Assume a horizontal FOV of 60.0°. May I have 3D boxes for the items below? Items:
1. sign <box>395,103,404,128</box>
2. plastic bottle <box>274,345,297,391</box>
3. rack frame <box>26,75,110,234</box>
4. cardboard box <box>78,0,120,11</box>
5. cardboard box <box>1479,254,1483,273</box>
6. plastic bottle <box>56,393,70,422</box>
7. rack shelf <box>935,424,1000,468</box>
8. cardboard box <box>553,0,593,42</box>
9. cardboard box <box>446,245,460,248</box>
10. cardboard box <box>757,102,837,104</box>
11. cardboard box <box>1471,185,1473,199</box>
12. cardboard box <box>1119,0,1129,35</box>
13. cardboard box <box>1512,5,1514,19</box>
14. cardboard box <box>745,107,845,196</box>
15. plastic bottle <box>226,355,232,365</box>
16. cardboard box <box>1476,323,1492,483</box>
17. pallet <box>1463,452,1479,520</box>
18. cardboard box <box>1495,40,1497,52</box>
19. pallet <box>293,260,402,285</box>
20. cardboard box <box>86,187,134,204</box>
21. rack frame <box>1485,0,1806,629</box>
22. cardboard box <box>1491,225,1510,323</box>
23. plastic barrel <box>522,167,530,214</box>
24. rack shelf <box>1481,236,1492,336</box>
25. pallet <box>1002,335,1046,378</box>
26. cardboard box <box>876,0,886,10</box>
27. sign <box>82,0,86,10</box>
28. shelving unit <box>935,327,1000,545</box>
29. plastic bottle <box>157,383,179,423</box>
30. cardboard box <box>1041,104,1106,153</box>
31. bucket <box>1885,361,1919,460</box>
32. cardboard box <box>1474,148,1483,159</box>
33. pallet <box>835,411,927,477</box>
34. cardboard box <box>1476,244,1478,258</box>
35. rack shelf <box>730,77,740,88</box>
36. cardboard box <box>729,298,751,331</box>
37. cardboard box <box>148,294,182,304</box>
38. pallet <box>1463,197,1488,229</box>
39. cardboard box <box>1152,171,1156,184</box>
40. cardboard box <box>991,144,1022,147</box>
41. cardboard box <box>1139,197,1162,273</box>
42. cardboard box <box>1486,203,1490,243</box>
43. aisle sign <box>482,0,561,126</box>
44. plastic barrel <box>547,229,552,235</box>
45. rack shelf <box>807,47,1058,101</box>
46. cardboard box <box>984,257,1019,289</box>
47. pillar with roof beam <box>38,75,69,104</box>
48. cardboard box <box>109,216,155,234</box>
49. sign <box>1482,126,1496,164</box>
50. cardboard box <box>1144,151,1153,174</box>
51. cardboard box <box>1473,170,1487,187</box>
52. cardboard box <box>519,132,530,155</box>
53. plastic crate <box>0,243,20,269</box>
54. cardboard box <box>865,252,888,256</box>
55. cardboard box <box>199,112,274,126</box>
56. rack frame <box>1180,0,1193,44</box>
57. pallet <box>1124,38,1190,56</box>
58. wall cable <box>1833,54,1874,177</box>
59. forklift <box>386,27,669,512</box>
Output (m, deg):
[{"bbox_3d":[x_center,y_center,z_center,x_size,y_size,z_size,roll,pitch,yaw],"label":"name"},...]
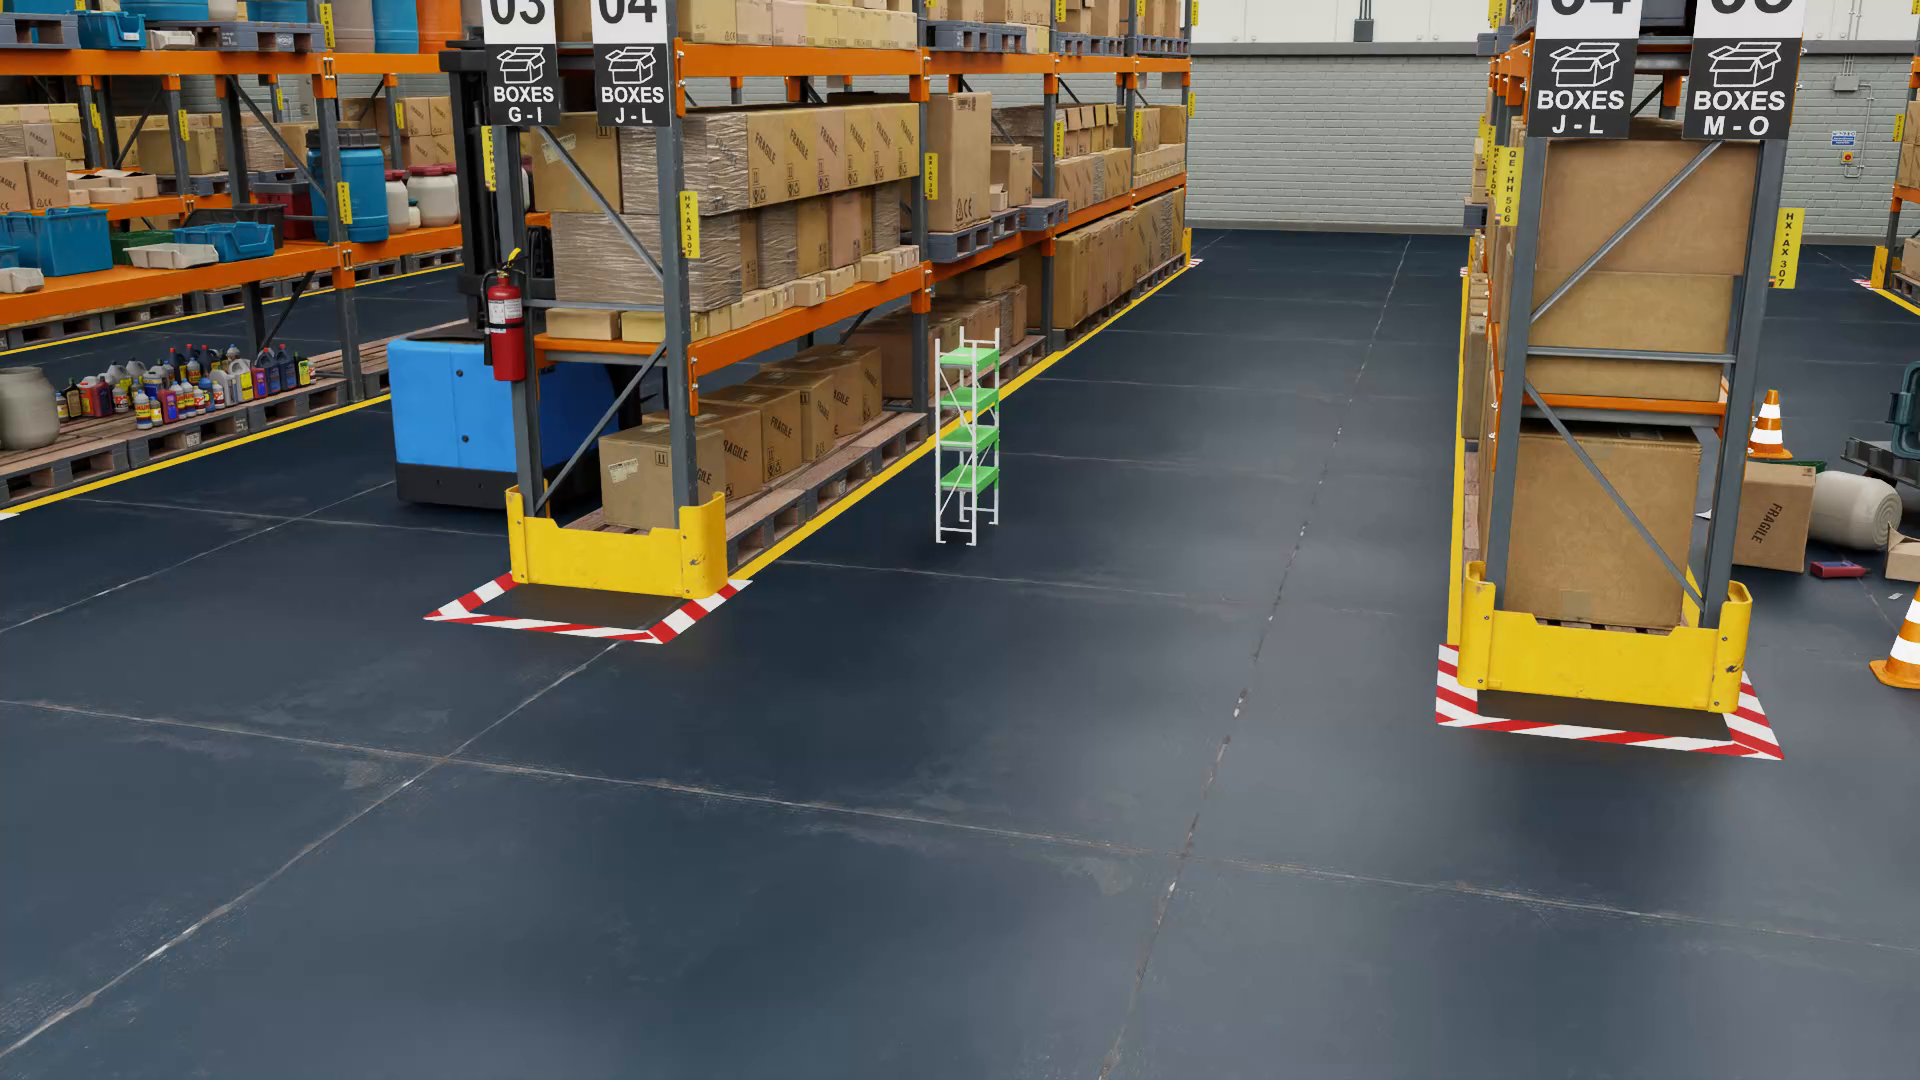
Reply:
[{"bbox_3d":[-7.423,-5.621,22.027,0.100,0.325,0.005,5,16,16],"label":"sign"},{"bbox_3d":[-5.389,-1.374,13.226,0.144,0.351,0.185,4,16,14],"label":"plastic bottle"},{"bbox_3d":[-12.707,-5.489,23.685,1.000,3.000,0.127,5,16,16],"label":"rack frame"},{"bbox_3d":[-12.236,-7.636,23.704,0.500,0.500,0.500,4,16,15],"label":"cardboard box"},{"bbox_3d":[5.206,-2.572,15.836,0.500,0.250,0.500,5,17,17],"label":"cardboard box"},{"bbox_3d":[-6.517,-0.961,12.043,0.097,0.201,0.097,0,16,0],"label":"plastic bottle"},{"bbox_3d":[0.047,-0.559,9.836,0.258,0.148,0.480,5,16,16],"label":"rack shelf"},{"bbox_3d":[-1.976,-2.714,8.679,0.500,0.250,0.500,5,17,17],"label":"cardboard box"},{"bbox_3d":[-7.394,-4.275,23.789,0.380,0.166,0.250,5,16,16],"label":"cardboard box"},{"bbox_3d":[-1.105,-2.818,11.707,0.500,0.500,0.500,5,16,16],"label":"cardboard box"},{"bbox_3d":[4.975,-3.257,15.507,0.380,0.149,0.250,5,17,17],"label":"cardboard box"},{"bbox_3d":[1.705,-6.287,19.866,0.700,0.500,0.500,4,16,13],"label":"cardboard box"},{"bbox_3d":[4.571,-4.197,12.954,0.500,0.250,0.500,5,17,17],"label":"cardboard box"},{"bbox_3d":[-1.026,-2.385,10.179,0.500,0.500,0.500,5,16,16],"label":"cardboard box"},{"bbox_3d":[-6.022,-1.417,13.651,0.097,0.201,0.097,0,16,0],"label":"plastic bottle"},{"bbox_3d":[3.748,-0.853,10.465,0.875,0.875,0.875,5,17,17],"label":"cardboard box"},{"bbox_3d":[3.703,-0.298,10.494,1.003,0.211,1.213,5,16,16],"label":"pallet"},{"bbox_3d":[6.148,-5.446,18.311,0.500,0.250,0.500,5,17,17],"label":"cardboard box"},{"bbox_3d":[-8.151,-3.549,21.954,1.003,0.211,1.213,5,16,16],"label":"pallet"},{"bbox_3d":[-9.084,-3.682,17.774,0.380,0.149,0.250,5,16,16],"label":"cardboard box"},{"bbox_3d":[2.857,-0.786,7.104,1.000,3.000,0.127,5,16,16],"label":"rack frame"},{"bbox_3d":[3.499,-1.530,9.450,0.875,0.550,0.550,5,16,16],"label":"cardboard box"},{"bbox_3d":[-4.433,-3.442,16.264,0.421,0.512,0.421,0,16,0],"label":"plastic barrel"},{"bbox_3d":[4.562,-2.010,12.737,1.077,0.370,4.000,5,16,16],"label":"rack shelf"},{"bbox_3d":[0.180,-1.744,15.593,1.003,0.211,1.213,5,16,16],"label":"pallet"},{"bbox_3d":[-0.700,-3.564,10.944,0.380,0.149,0.250,4,16,13],"label":"cardboard box"},{"bbox_3d":[-9.613,-5.794,18.315,0.100,0.325,0.005,5,16,16],"label":"sign"},{"bbox_3d":[0.047,-0.621,9.818,0.258,1.200,0.503,5,16,16],"label":"shelving unit"},{"bbox_3d":[-5.723,-0.994,12.009,0.061,0.283,0.133,5,17,17],"label":"plastic bottle"},{"bbox_3d":[1.161,-4.521,18.250,0.797,0.503,0.637,5,17,16],"label":"cardboard box"},{"bbox_3d":[6.165,-0.775,10.277,0.726,0.611,0.620,11,9,35],"label":"bucket"},{"bbox_3d":[5.050,-3.615,15.676,0.380,0.149,0.250,5,17,18],"label":"cardboard box"},{"bbox_3d":[-0.890,-0.724,11.994,1.003,0.211,1.213,5,16,16],"label":"pallet"},{"bbox_3d":[6.354,-3.431,19.794,0.380,0.149,0.250,4,16,13],"label":"cardboard box"},{"bbox_3d":[-3.777,-5.295,18.820,1.077,0.370,4.000,5,16,16],"label":"rack shelf"},{"bbox_3d":[-1.385,-1.261,9.237,0.380,0.149,0.250,5,16,16],"label":"cardboard box"},{"bbox_3d":[-9.009,-2.782,18.410,0.500,0.250,0.500,5,17,17],"label":"cardboard box"},{"bbox_3d":[5.231,-2.982,15.196,1.213,0.211,1.003,5,16,16],"label":"pallet"},{"bbox_3d":[2.238,-4.541,20.803,0.380,0.149,0.250,4,16,15],"label":"cardboard box"},{"bbox_3d":[0.288,-3.396,15.353,0.500,0.500,0.500,3,16,9],"label":"cardboard box"},{"bbox_3d":[2.060,-3.919,21.272,0.875,0.875,0.875,5,16,16],"label":"cardboard box"},{"bbox_3d":[4.458,-2.566,13.195,0.500,0.500,0.500,5,16,16],"label":"cardboard box"},{"bbox_3d":[-2.175,-2.455,8.224,0.394,0.787,0.004,5,16,16],"label":"aisle sign"},{"bbox_3d":[-4.222,-2.962,17.981,0.600,0.830,0.708,5,16,16],"label":"plastic barrel"},{"bbox_3d":[-0.165,-3.864,13.777,1.077,0.370,4.000,5,16,16],"label":"rack shelf"},{"bbox_3d":[0.242,-2.483,15.485,0.500,0.250,0.500,5,17,18],"label":"cardboard box"},{"bbox_3d":[-9.210,-8.292,22.571,9.100,9.000,0.400,5,16,16],"label":"pillar with roof beam"},{"bbox_3d":[-12.396,-4.676,24.630,0.700,0.500,0.500,5,17,17],"label":"cardboard box"},{"bbox_3d":[4.607,-3.438,14.476,0.100,0.325,0.005,5,16,16],"label":"sign"},{"bbox_3d":[2.071,-4.640,20.421,0.500,0.250,0.500,5,16,16],"label":"cardboard box"},{"bbox_3d":[4.834,-3.268,15.000,0.380,0.149,0.250,5,17,17],"label":"cardboard box"},{"bbox_3d":[-6.830,-5.926,25.043,0.500,0.500,0.500,5,17,16],"label":"cardboard box"},{"bbox_3d":[-6.573,-1.833,11.069,0.499,0.251,0.408,5,16,16],"label":"plastic crate"},{"bbox_3d":[-0.721,-1.918,11.556,0.380,0.149,0.250,5,16,16],"label":"cardboard box"},{"bbox_3d":[-11.706,-6.546,26.860,0.980,0.700,0.700,5,17,18],"label":"cardboard box"},{"bbox_3d":[2.677,-8.269,22.493,1.000,3.000,0.127,5,16,16],"label":"rack frame"},{"bbox_3d":[2.476,-6.589,22.227,1.003,0.211,1.213,5,16,16],"label":"pallet"},{"bbox_3d":[13.758,-6.596,25.667,0.585,1.953,0.123,5,16,16],"label":"wall cable"},{"bbox_3d":[-2.604,-1.943,11.307,1.130,2.935,3.031,5,17,18],"label":"forklift"}]
